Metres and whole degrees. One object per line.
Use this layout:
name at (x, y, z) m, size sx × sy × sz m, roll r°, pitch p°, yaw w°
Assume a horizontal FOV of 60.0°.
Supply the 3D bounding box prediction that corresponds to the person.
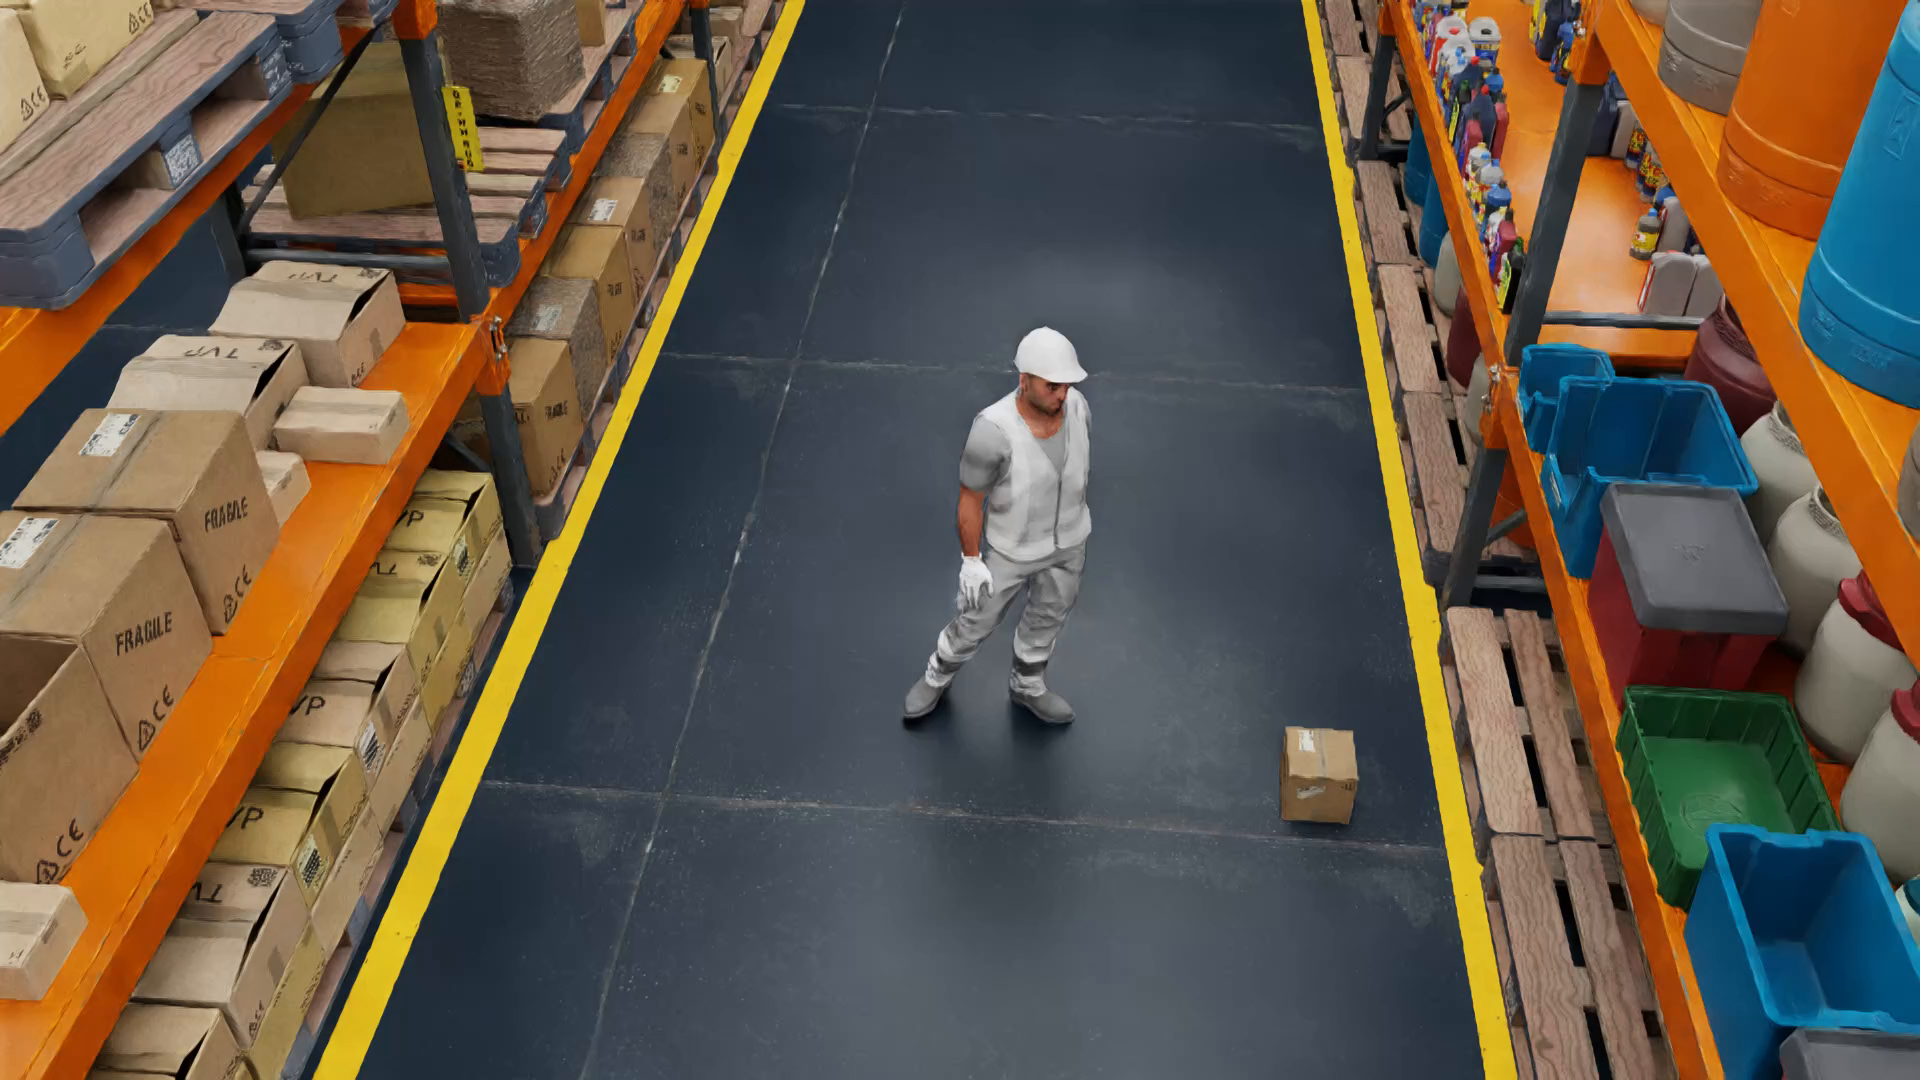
person at (0.138, -0.011, 6.151) m, size 0.735 × 1.784 × 0.482 m, roll -19°, pitch 43°, yaw -21°
